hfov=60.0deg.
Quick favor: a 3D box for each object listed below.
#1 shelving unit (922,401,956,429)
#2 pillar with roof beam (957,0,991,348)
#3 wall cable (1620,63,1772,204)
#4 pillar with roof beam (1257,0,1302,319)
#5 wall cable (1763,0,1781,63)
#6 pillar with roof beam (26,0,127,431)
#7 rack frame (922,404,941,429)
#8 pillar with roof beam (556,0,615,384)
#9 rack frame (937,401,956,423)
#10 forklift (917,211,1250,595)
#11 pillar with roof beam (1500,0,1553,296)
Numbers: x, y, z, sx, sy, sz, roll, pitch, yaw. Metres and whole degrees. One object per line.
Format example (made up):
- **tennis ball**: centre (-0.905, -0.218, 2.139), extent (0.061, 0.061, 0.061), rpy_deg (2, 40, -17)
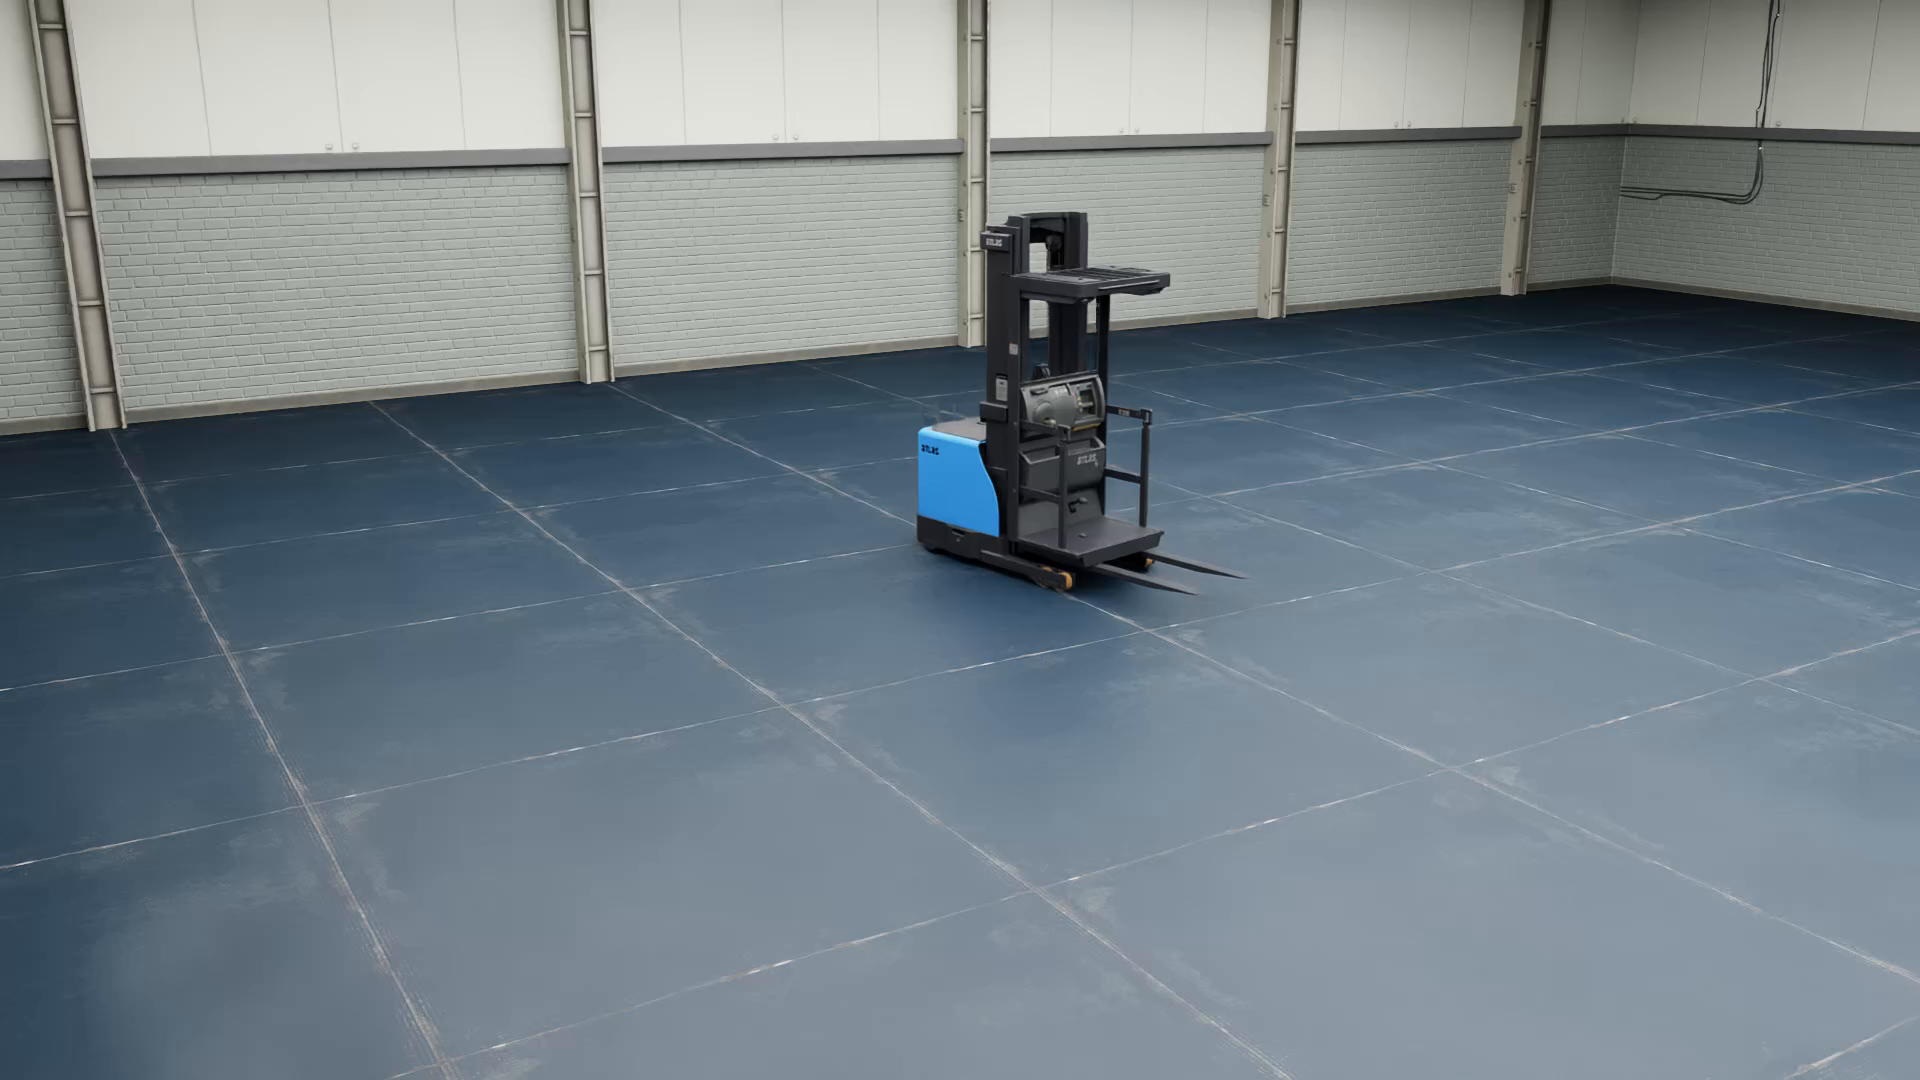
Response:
- **shelving unit**: centre (-0.189, -0.624, 14.912), extent (0.189, 1.200, 0.258), rpy_deg (-15, 22, -43)
- **pillar with roof beam**: centre (2.421, -6.338, 20.848), extent (0.400, 9.000, 9.100), rpy_deg (-9, 18, -30)
- **wall cable**: centre (13.696, -7.611, 31.141), extent (0.112, 2.526, 3.097), rpy_deg (-9, 18, -30)
- **pillar with roof beam**: centre (7.564, -7.172, 23.823), extent (0.400, 9.000, 9.100), rpy_deg (-9, 18, -30)
- **wall cable**: centre (15.090, -9.416, 28.226), extent (0.112, 2.526, 3.097), rpy_deg (-9, 18, -30)
- **pillar with roof beam**: centre (-7.865, -4.670, 14.897), extent (0.400, 9.000, 9.100), rpy_deg (-9, 18, -30)
- **rack frame**: centre (-0.254, -0.606, 14.850), extent (0.006, 1.200, 0.240), rpy_deg (-15, 22, -43)
- **pillar with roof beam**: centre (-2.722, -5.504, 17.873), extent (0.400, 9.000, 9.100), rpy_deg (-9, 18, -30)
- **rack frame**: centre (-0.124, -0.641, 14.974), extent (0.006, 1.200, 0.240), rpy_deg (-15, 22, -43)
- **forklift**: centre (0.998, -1.144, 13.561), extent (1.130, 2.935, 3.031), rpy_deg (-14, 21, -41)
- **pillar with roof beam**: centre (12.707, -8.006, 26.799), extent (0.400, 9.000, 9.100), rpy_deg (-9, 18, -30)
